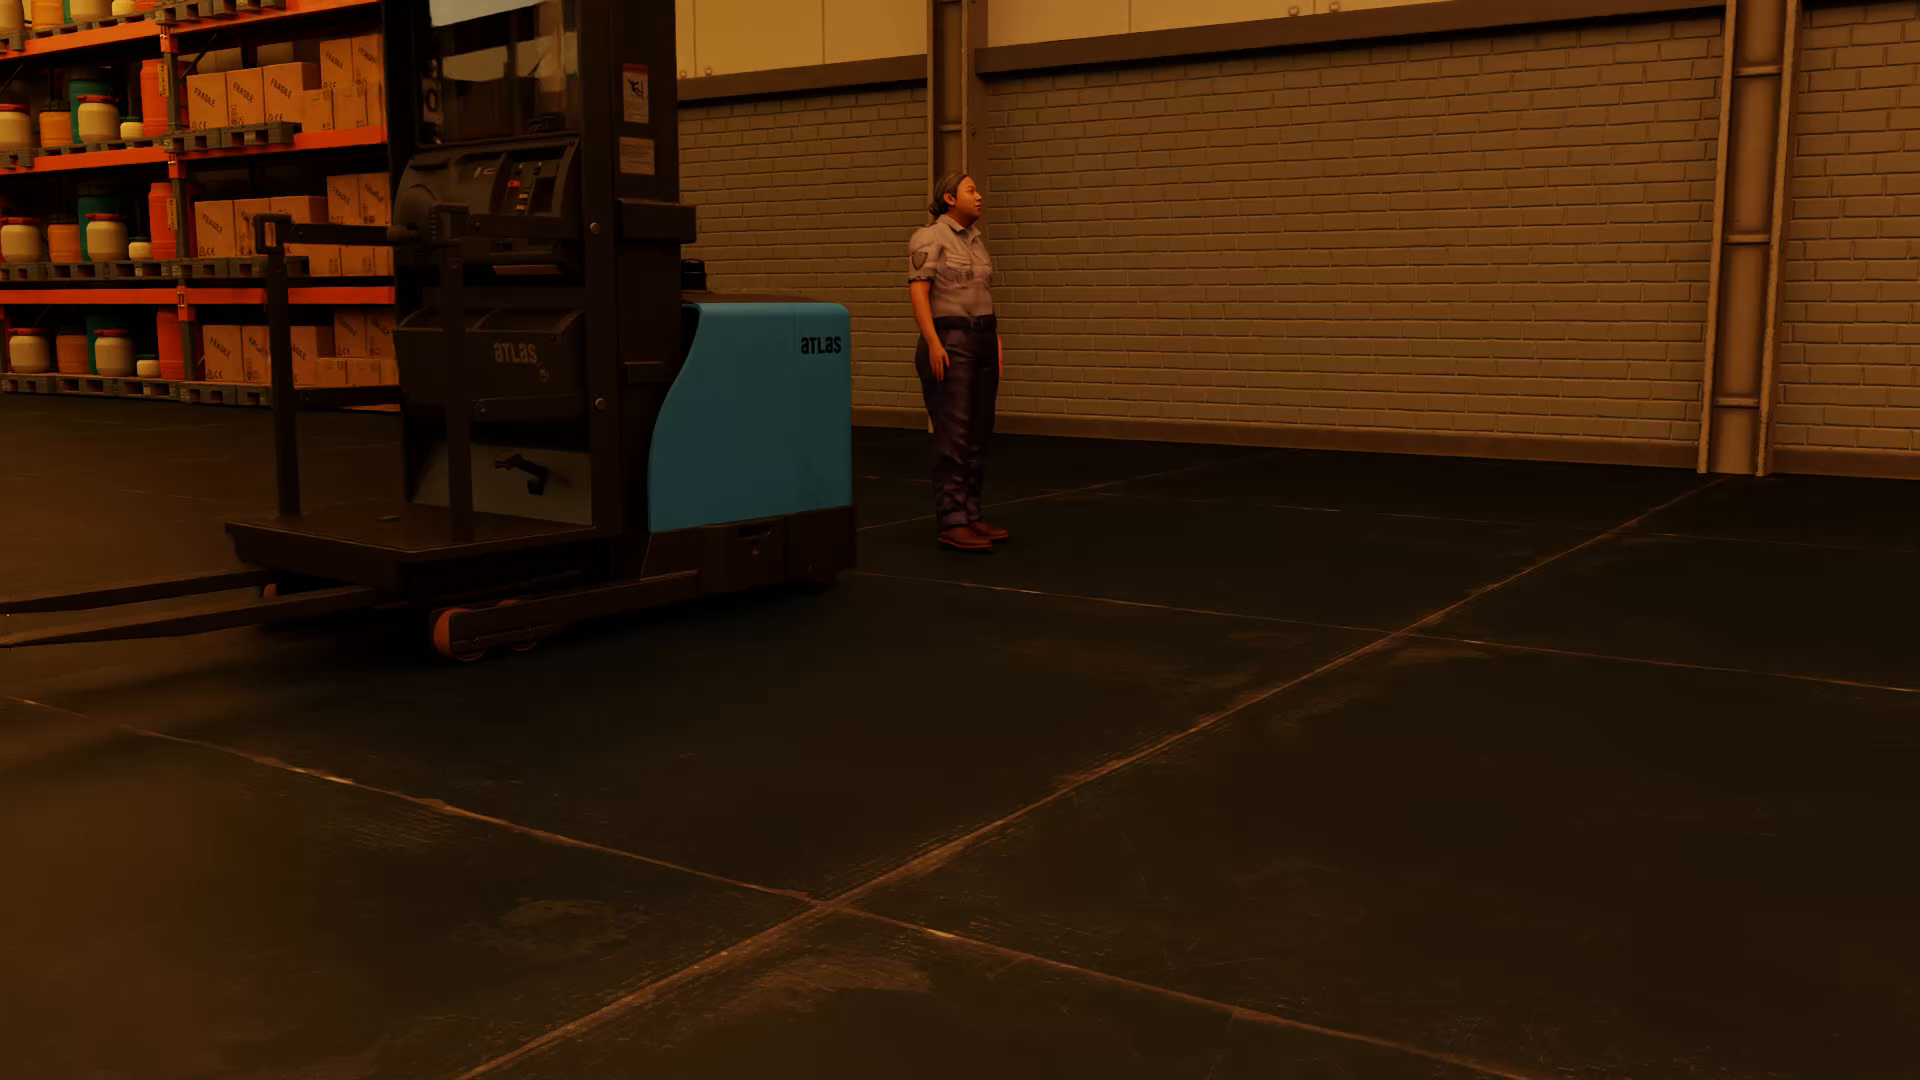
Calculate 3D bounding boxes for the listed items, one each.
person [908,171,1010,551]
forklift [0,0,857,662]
[{"bbox_3d":[0.062,-0.814,7.419,0.503,1.650,0.599,5,10,34],"label":"person"},{"bbox_3d":[-1.715,-1.162,5.362,1.130,2.935,3.031,7,10,39],"label":"forklift"}]
